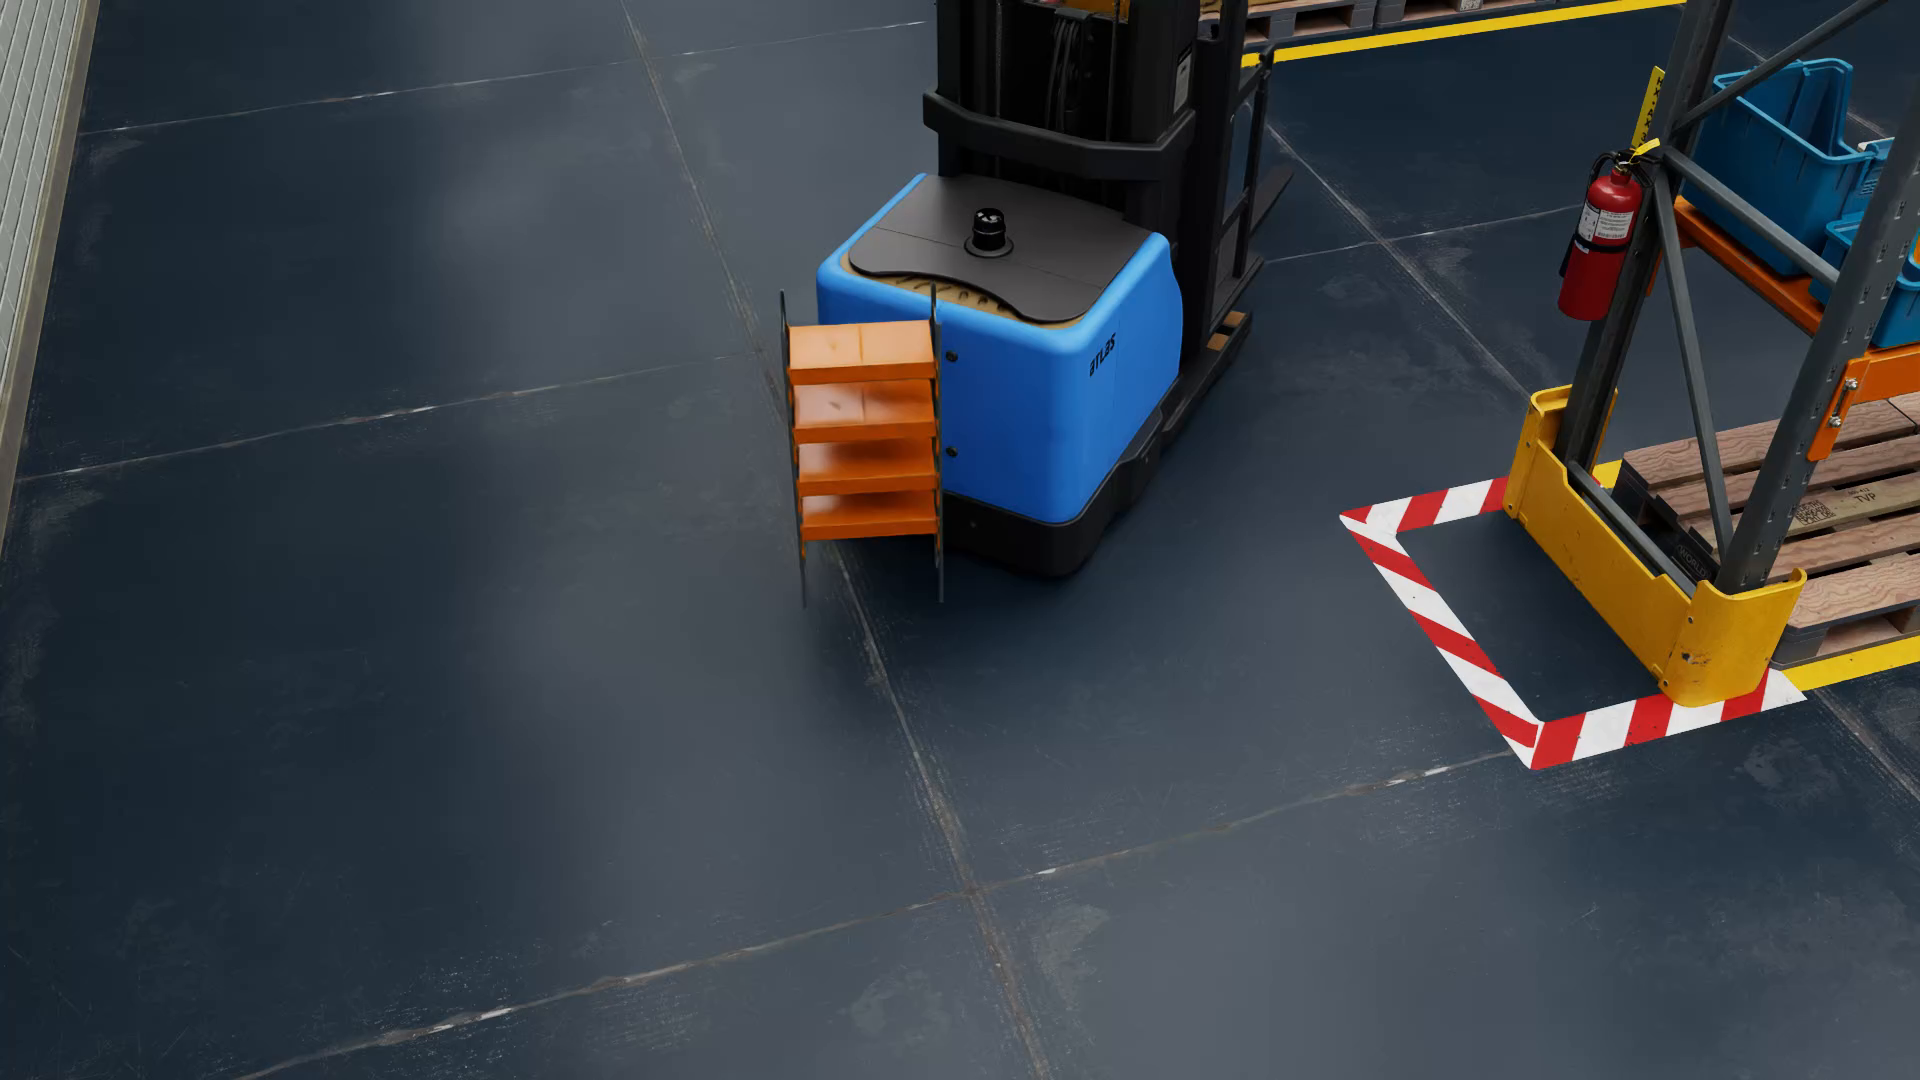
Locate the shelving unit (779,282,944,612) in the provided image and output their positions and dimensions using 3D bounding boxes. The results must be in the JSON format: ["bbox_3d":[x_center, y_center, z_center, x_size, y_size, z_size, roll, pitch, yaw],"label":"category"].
[{"bbox_3d":[-0.320,-0.289,5.668,0.503,1.200,0.258,-3,41,-4],"label":"shelving unit"}]

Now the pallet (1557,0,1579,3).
[{"bbox_3d":[4.007,-3.714,10.341,1.213,0.211,1.003,-12,42,-13],"label":"pallet"}]

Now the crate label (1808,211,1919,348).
[{"bbox_3d":[2.762,-0.769,4.932,0.303,0.233,0.416,-12,42,-13],"label":"crate label"}]

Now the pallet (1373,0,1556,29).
[{"bbox_3d":[2.841,-3.471,10.062,1.213,0.211,1.003,-12,42,-13],"label":"pallet"}]

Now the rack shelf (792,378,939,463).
[{"bbox_3d":[-0.320,-0.406,5.566,0.480,0.148,0.258,-3,41,-4],"label":"rack shelf"}]

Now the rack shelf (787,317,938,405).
[{"bbox_3d":[-0.320,-0.585,5.410,0.480,0.148,0.258,-3,41,-4],"label":"rack shelf"}]

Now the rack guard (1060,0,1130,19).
[{"bbox_3d":[0.917,-3.129,9.452,0.348,0.500,1.175,-12,42,-13],"label":"rack guard"}]

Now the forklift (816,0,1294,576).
[{"bbox_3d":[0.609,-1.937,6.240,1.130,2.935,3.031,19,44,20],"label":"forklift"}]

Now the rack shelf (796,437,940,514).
[{"bbox_3d":[-0.320,-0.238,5.713,0.480,0.148,0.258,-3,41,-4],"label":"rack shelf"}]

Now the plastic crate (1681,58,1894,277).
[{"bbox_3d":[2.691,-1.186,5.255,0.499,0.435,0.616,-12,42,-13],"label":"plastic crate"}]

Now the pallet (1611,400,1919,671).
[{"bbox_3d":[3.226,-0.056,6.153,1.213,0.211,1.003,-12,42,-13],"label":"pallet"}]

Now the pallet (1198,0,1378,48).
[{"bbox_3d":[1.679,-3.232,9.789,1.213,0.211,1.003,-12,42,-13],"label":"pallet"}]

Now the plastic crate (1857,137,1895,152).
[{"bbox_3d":[3.151,-1.165,5.459,0.243,0.136,0.396,-12,42,-13],"label":"plastic crate"}]

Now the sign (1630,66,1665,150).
[{"bbox_3d":[2.247,-1.370,5.415,0.005,0.325,0.100,-12,42,-13],"label":"sign"}]

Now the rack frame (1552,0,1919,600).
[{"bbox_3d":[2.428,-0.967,5.077,0.127,3.000,1.000,-12,42,-13],"label":"rack frame"}]

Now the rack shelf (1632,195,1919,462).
[{"bbox_3d":[4.336,-1.091,5.766,4.000,0.370,1.077,-12,42,-13],"label":"rack shelf"}]

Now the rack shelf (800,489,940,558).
[{"bbox_3d":[-0.320,-0.088,5.843,0.480,0.148,0.258,-3,41,-4],"label":"rack shelf"}]

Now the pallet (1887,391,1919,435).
[{"bbox_3d":[4.388,-0.294,6.426,1.213,0.211,1.003,-12,42,-13],"label":"pallet"}]

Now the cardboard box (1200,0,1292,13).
[{"bbox_3d":[1.527,-3.610,9.398,0.875,0.875,0.875,-12,42,-13],"label":"cardboard box"}]

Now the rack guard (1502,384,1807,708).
[{"bbox_3d":[2.409,-0.013,5.885,0.348,0.500,1.175,-12,42,-13],"label":"rack guard"}]

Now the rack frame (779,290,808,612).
[{"bbox_3d":[-0.563,-0.274,5.652,0.015,1.200,0.240,-3,41,-4],"label":"rack frame"}]

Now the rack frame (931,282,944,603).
[{"bbox_3d":[-0.077,-0.303,5.685,0.015,1.200,0.240,-3,41,-4],"label":"rack frame"}]

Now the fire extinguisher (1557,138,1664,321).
[{"bbox_3d":[2.148,-1.053,5.517,0.183,0.674,0.296,-12,42,-13],"label":"fire extinguisher"}]
